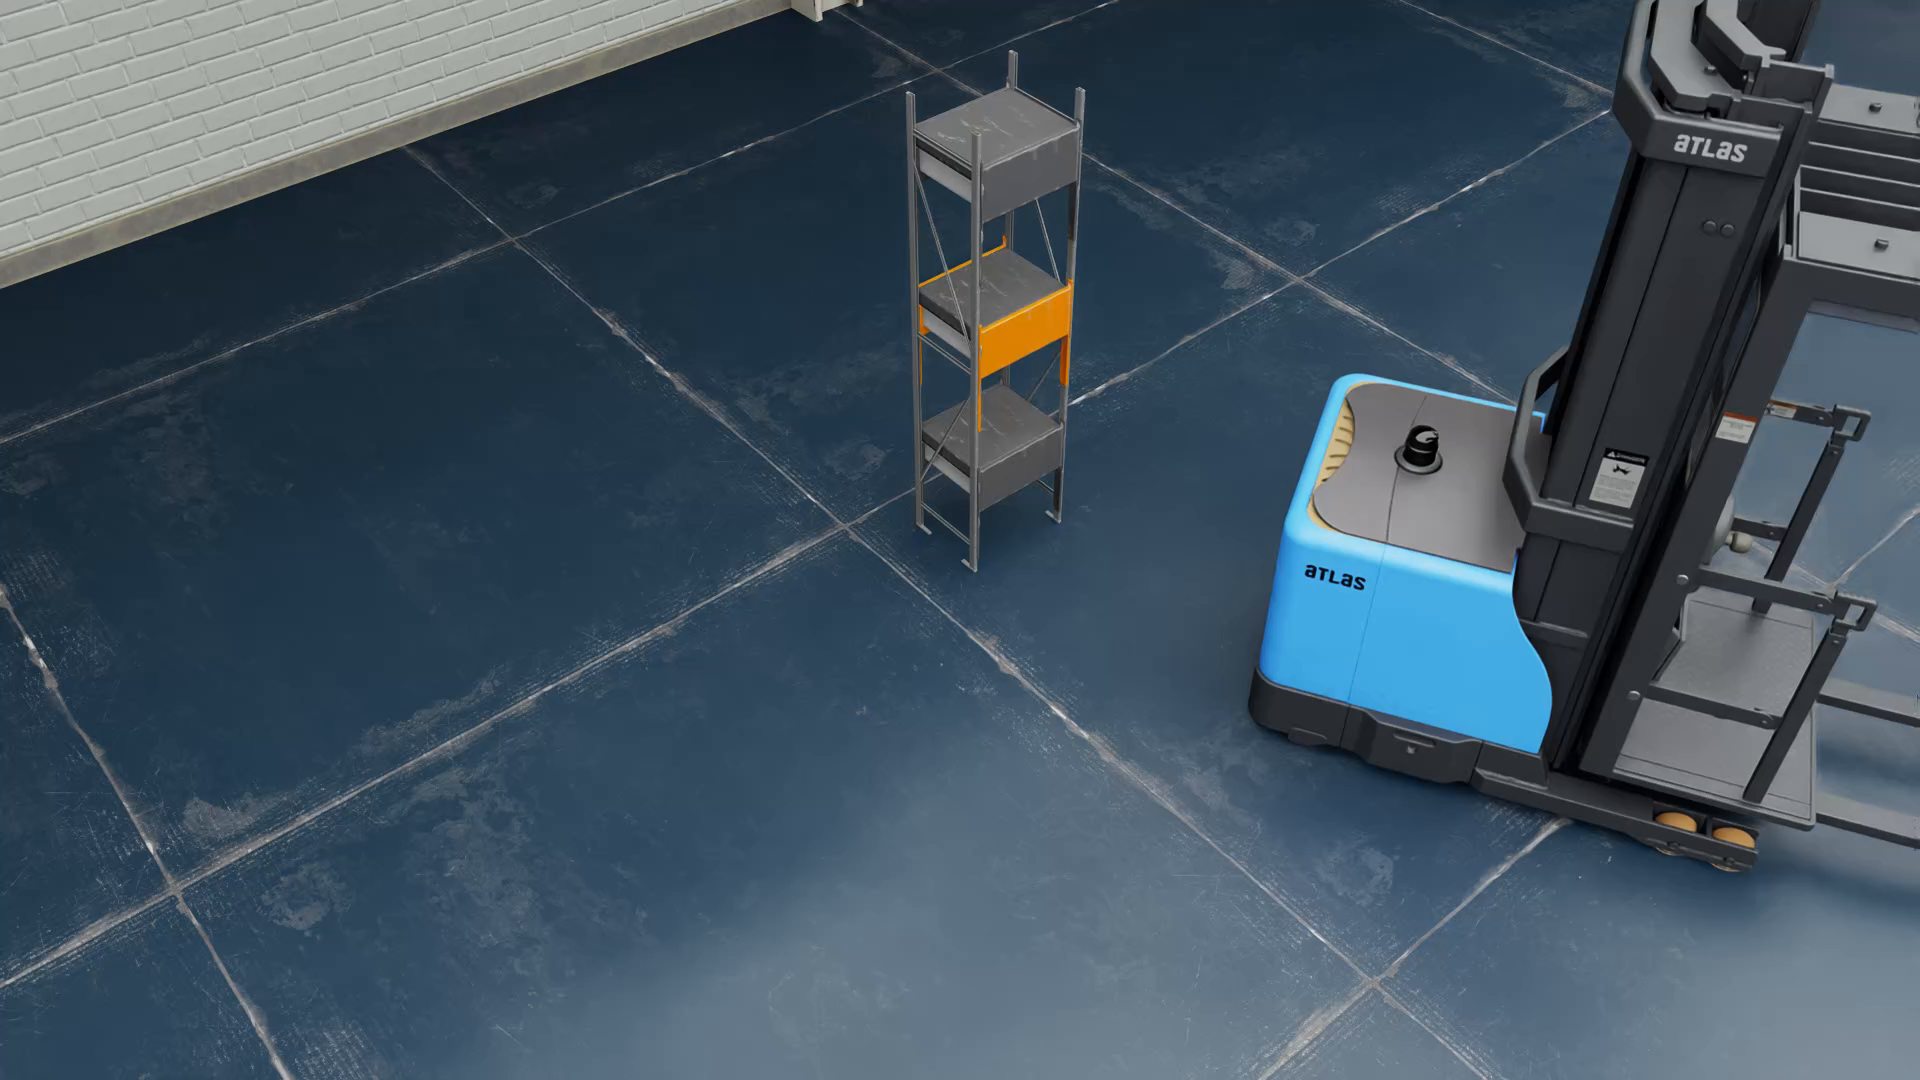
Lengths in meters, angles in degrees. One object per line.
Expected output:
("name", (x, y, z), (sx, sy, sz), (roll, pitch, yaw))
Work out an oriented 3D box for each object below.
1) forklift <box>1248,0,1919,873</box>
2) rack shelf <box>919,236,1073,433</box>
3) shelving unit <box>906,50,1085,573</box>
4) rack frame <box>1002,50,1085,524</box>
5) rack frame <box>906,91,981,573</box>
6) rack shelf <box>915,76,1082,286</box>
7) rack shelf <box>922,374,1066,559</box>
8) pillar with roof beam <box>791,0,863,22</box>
("forklift", (2.696, -0.282, 5.463), (3.031, 2.935, 1.130), (15, 45, 15))
("rack shelf", (0.127, -0.828, 6.672), (0.480, 0.518, 0.431), (-30, 51, -28))
("shelving unit", (0.127, -0.838, 6.662), (0.503, 2.100, 0.431), (-30, 51, -28))
("rack frame", (0.314, -0.945, 6.776), (0.015, 2.100, 0.400), (-30, 51, -28))
("rack frame", (-0.060, -0.731, 6.548), (0.015, 2.100, 0.400), (-30, 51, -28))
("rack shelf", (0.127, -1.338, 6.192), (0.480, 0.518, 0.431), (-30, 51, -28))
("rack shelf", (0.127, -0.318, 7.151), (0.480, 0.518, 0.431), (-30, 51, -28))
("pillar with roof beam", (1.868, -4.594, 5.621), (0.400, 9.000, 9.100), (-30, 51, -28))
